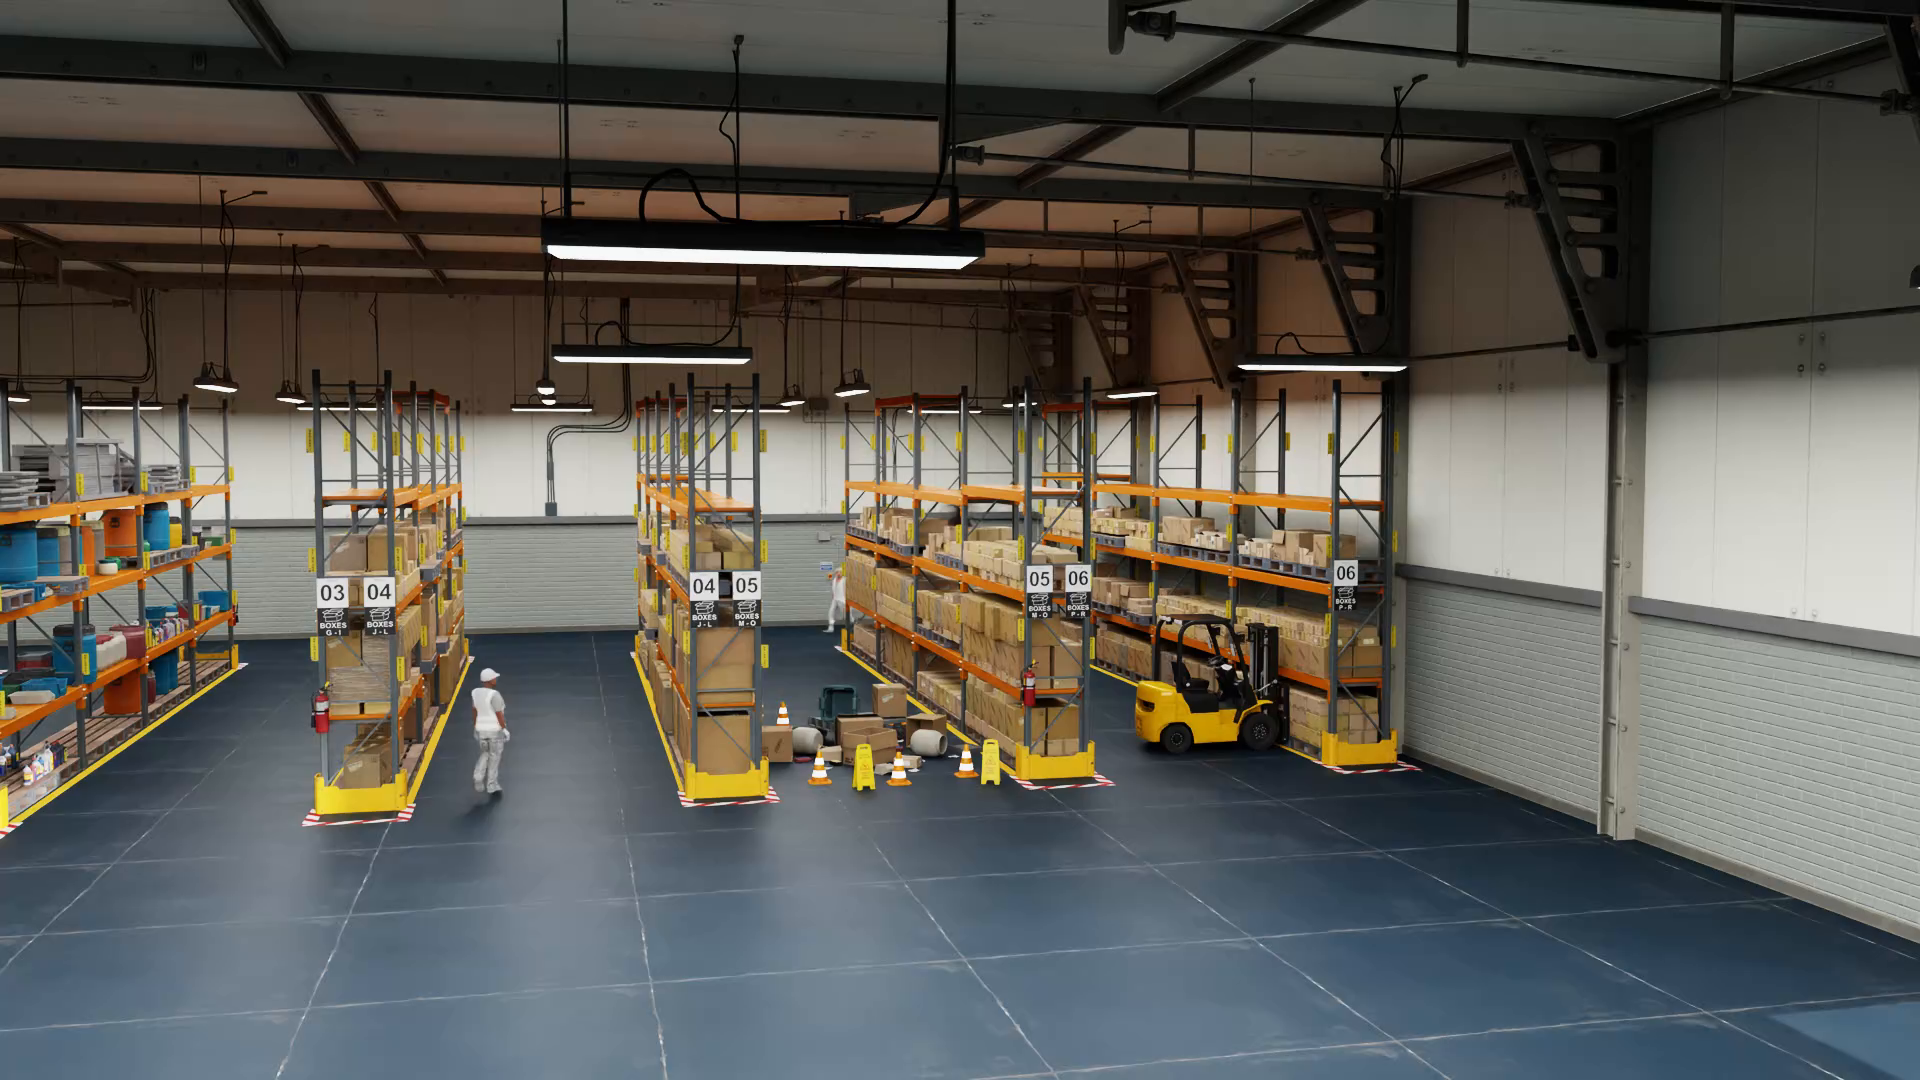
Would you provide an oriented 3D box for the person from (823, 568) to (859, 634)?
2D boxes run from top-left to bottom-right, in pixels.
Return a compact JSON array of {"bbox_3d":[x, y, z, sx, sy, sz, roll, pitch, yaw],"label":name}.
[{"bbox_3d":[-3.136,1.595,43.867,1.006,1.746,0.619,-2,4,-25],"label":"person"}]

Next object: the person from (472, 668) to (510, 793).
[{"bbox_3d":[-6.720,2.722,23.792,0.582,1.788,0.466,1,3,16],"label":"person"}]
